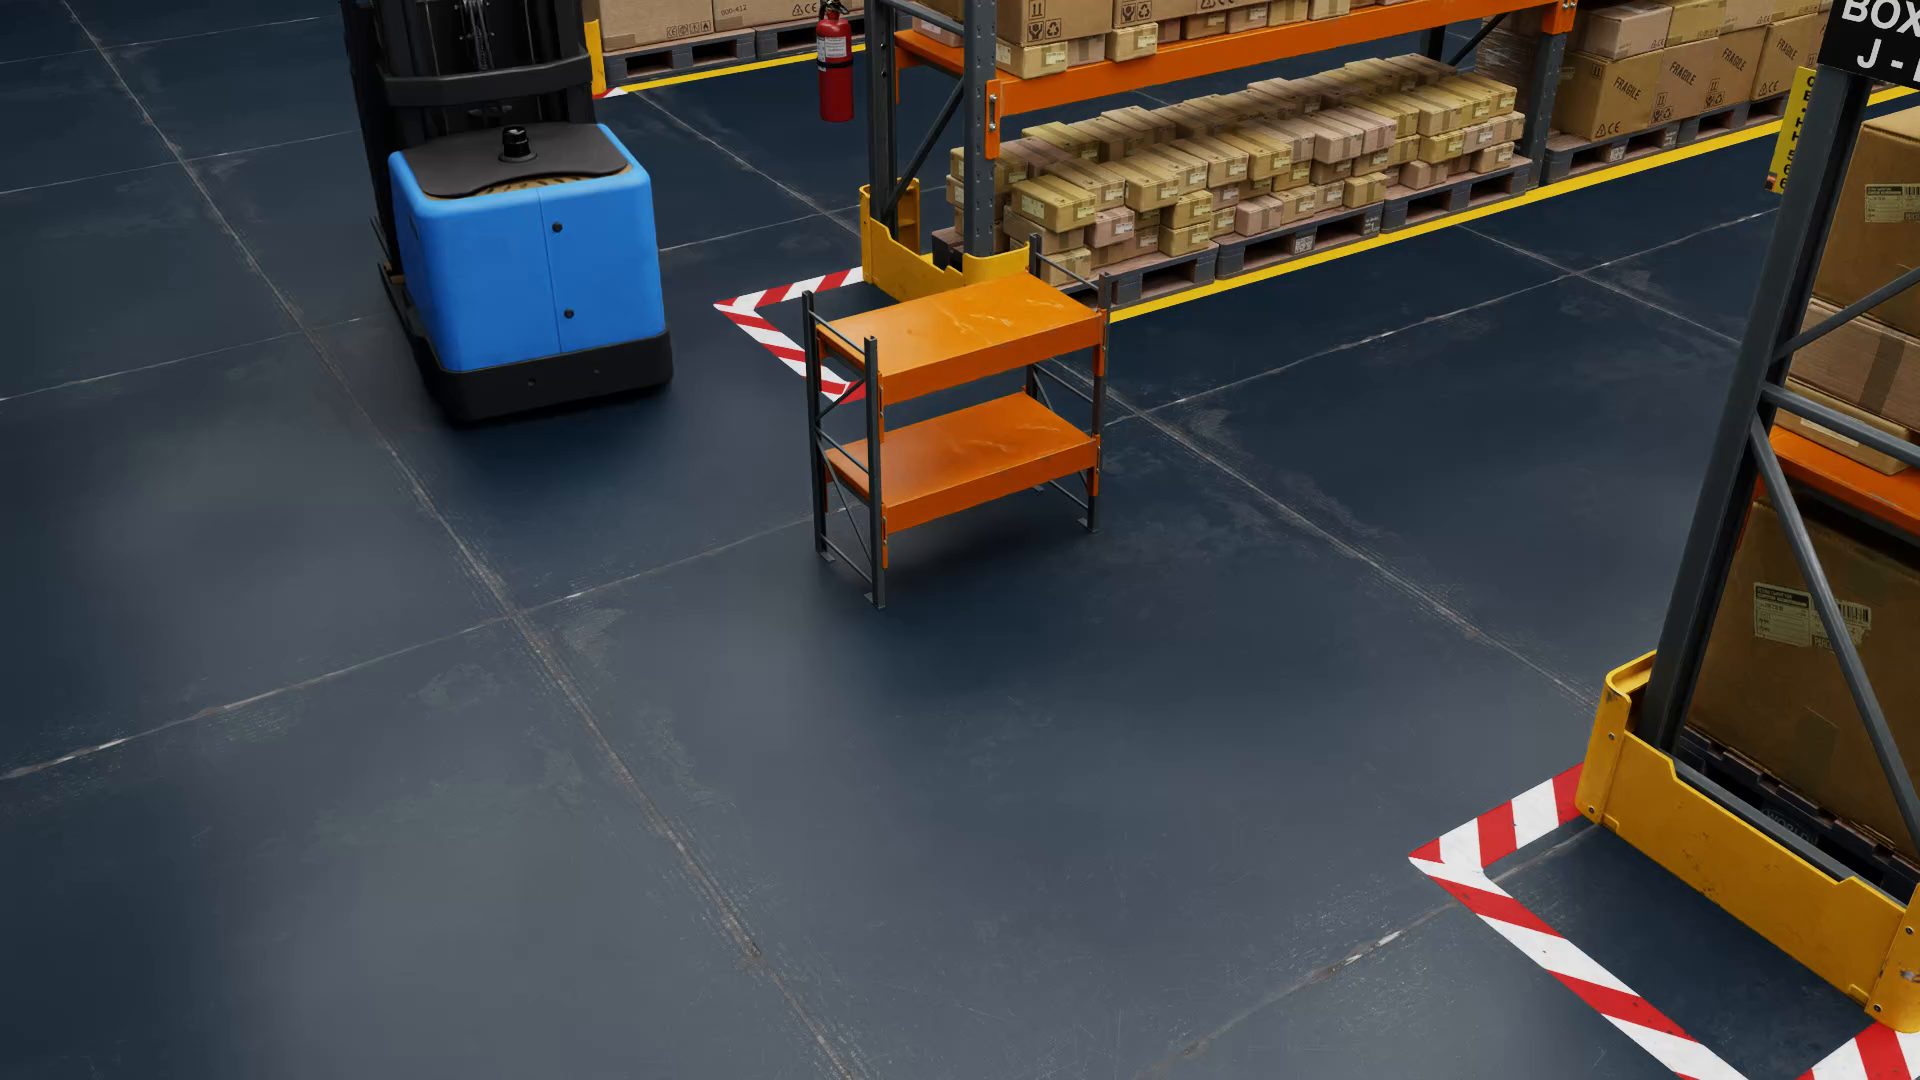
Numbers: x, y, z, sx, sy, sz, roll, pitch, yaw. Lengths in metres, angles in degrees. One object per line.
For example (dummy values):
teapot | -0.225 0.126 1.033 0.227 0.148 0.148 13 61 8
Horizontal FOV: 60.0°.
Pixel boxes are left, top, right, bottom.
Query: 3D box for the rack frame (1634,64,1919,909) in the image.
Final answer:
rack frame | 2.447 -0.211 4.273 0.127 3.000 1.000 -19 37 -27

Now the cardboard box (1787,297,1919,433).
cardboard box | 2.711 -0.533 4.645 0.500 0.250 0.500 -20 37 -28

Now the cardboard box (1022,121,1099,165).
cardboard box | 0.544 -2.134 9.042 0.250 0.149 0.380 -20 37 -28

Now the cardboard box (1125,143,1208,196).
cardboard box | 1.081 -1.945 8.743 0.250 0.149 0.380 -21 38 -30

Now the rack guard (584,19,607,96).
rack guard | -2.942 -3.591 11.974 0.348 0.500 1.175 -19 37 -27

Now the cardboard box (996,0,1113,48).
cardboard box | 0.372 -2.639 7.749 0.500 0.500 0.500 -17 36 -25

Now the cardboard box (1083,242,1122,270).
cardboard box | 0.634 -1.557 8.685 0.250 0.149 0.380 -19 37 -27

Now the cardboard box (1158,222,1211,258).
cardboard box | 1.114 -1.656 8.843 0.250 0.149 0.380 -18 37 -27

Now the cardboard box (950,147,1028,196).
cardboard box | 0.152 -1.955 8.758 0.250 0.149 0.380 -19 37 -27

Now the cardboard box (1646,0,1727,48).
cardboard box | 4.417 -3.309 10.430 0.500 0.250 0.500 -18 36 -26

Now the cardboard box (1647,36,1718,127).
cardboard box | 4.415 -2.990 10.627 0.500 0.500 0.500 -17 36 -25

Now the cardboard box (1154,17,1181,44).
cardboard box | 0.885 -2.587 8.276 0.250 0.149 0.380 -17 36 -25

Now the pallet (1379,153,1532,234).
pallet | 2.662 -2.232 10.090 1.213 0.211 1.003 -19 37 -27

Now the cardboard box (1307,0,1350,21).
cardboard box | 1.819 -2.843 8.681 0.250 0.149 0.380 -18 37 -26

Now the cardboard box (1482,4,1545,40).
cardboard box | 3.696 -3.387 10.555 0.500 0.250 0.500 -20 37 -29

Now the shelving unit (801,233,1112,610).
shelving unit | -0.006 -0.474 6.447 1.048 1.125 0.538 -19 37 -27

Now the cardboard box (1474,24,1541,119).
cardboard box | 3.692 -3.068 10.752 0.500 0.500 0.500 -20 37 -28

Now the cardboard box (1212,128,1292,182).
cardboard box | 1.565 -2.077 8.951 0.250 0.149 0.380 -18 37 -27

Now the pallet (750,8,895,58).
pallet | -1.268 -4.093 13.040 1.213 0.211 1.003 -19 37 -27

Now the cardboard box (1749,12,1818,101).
cardboard box | 5.283 -3.282 11.090 0.500 0.500 0.500 -21 38 -29

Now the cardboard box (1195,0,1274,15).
cardboard box | 1.226 -2.941 8.228 0.500 0.500 0.500 -18 37 -27

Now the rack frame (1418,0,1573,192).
rack frame | 3.207 -3.621 9.679 0.127 3.000 1.000 -19 37 -27

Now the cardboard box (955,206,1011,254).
cardboard box | 0.174 -1.682 8.884 0.250 0.149 0.380 -18 37 -26

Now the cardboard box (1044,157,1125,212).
cardboard box | 0.636 -1.821 8.546 0.250 0.149 0.380 -18 37 -26

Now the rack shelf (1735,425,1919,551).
rack shelf | 4.128 -0.485 5.382 4.000 0.370 1.077 -19 37 -27

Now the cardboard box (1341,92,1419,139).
cardboard box | 2.390 -2.418 9.493 0.250 0.149 0.380 -18 36 -26

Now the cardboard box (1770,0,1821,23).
cardboard box | 5.282 -3.609 10.906 0.500 0.250 0.500 -18 36 -26

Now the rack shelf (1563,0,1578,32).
rack shelf | 4.888 -3.895 10.787 4.000 0.370 1.077 -19 37 -27

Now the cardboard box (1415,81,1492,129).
cardboard box | 2.856 -2.533 9.675 0.250 0.149 0.380 -18 37 -27

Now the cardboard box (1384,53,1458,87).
cardboard box | 2.805 -2.838 10.158 0.250 0.149 0.380 -17 36 -25

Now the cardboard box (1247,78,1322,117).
cardboard box | 1.890 -2.567 9.729 0.250 0.149 0.380 -18 37 -26

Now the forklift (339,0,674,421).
forklift | -2.432 -2.544 8.036 1.130 2.935 3.031 -14 35 -21

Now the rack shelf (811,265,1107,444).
rack shelf | -0.006 -0.721 6.291 1.000 0.278 0.538 -19 37 -27

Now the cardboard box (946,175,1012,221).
cardboard box | 0.134 -1.843 8.860 0.250 0.149 0.380 -20 37 -29

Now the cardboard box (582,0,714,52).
cardboard box | -2.422 -3.985 12.263 0.875 0.438 0.875 -20 38 -29

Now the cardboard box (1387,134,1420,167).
cardboard box | 2.414 -2.287 9.564 0.250 0.149 0.380 -19 37 -27

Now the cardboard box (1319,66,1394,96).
cardboard box | 2.356 -2.690 9.923 0.250 0.149 0.380 -20 37 -28

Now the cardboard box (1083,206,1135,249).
cardboard box | 0.685 -1.653 8.558 0.250 0.149 0.380 -19 37 -27

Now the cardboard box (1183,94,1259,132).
cardboard box | 1.478 -2.397 9.460 0.250 0.149 0.380 -19 37 -27

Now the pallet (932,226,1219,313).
pallet | 0.611 -1.526 8.972 1.213 0.211 1.003 -19 37 -27

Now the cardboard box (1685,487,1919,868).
cardboard box | 2.942 0.289 5.078 0.875 0.875 0.875 -19 37 -27

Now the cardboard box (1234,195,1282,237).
cardboard box | 1.533 -1.806 9.080 0.250 0.149 0.380 -21 38 -30

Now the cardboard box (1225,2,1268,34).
cardboard box | 1.349 -2.713 8.475 0.250 0.149 0.380 -20 37 -28

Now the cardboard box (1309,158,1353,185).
cardboard box | 1.974 -2.137 9.325 0.250 0.149 0.380 -21 38 -29

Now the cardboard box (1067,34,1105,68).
cardboard box | 0.486 -2.397 7.974 0.250 0.149 0.380 -18 36 -26

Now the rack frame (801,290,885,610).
rack frame | -0.433 -0.327 6.214 0.032 1.125 0.500 -19 37 -27

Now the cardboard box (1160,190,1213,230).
cardboard box | 1.117 -1.788 8.773 0.250 0.149 0.380 -18 36 -26

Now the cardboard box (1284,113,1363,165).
cardboard box | 1.992 -2.215 9.171 0.250 0.149 0.380 -20 38 -29

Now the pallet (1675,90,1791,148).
pallet | 4.887 -3.022 11.343 1.213 0.211 1.003 -19 37 -27

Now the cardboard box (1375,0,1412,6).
cardboard box | 2.237 -2.998 8.927 0.250 0.149 0.380 -21 38 -29

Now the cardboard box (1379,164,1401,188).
cardboard box | 2.324 -2.162 9.644 0.250 0.149 0.380 -20 37 -28

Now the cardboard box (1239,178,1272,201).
cardboard box | 1.494 -2.005 9.116 0.250 0.149 0.380 -17 36 -25

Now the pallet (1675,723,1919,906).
pallet | 3.077 0.702 5.439 1.213 0.211 1.003 -19 37 -27

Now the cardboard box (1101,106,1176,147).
cardboard box | 0.991 -2.283 9.278 0.250 0.149 0.380 -18 36 -26

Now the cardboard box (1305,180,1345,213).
cardboard box | 1.936 -1.982 9.359 0.250 0.149 0.380 -18 37 -26

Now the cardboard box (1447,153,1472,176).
cardboard box | 2.798 -2.289 9.846 0.250 0.149 0.380 -18 36 -26

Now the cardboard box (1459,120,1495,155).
cardboard box | 2.894 -2.401 9.745 0.250 0.149 0.380 -21 38 -29

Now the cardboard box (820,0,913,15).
cardboard box | -0.898 -4.513 13.101 0.875 0.438 0.875 -20 37 -29

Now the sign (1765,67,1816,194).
sign | 2.165 -1.049 4.293 0.005 0.325 0.100 -19 37 -27
